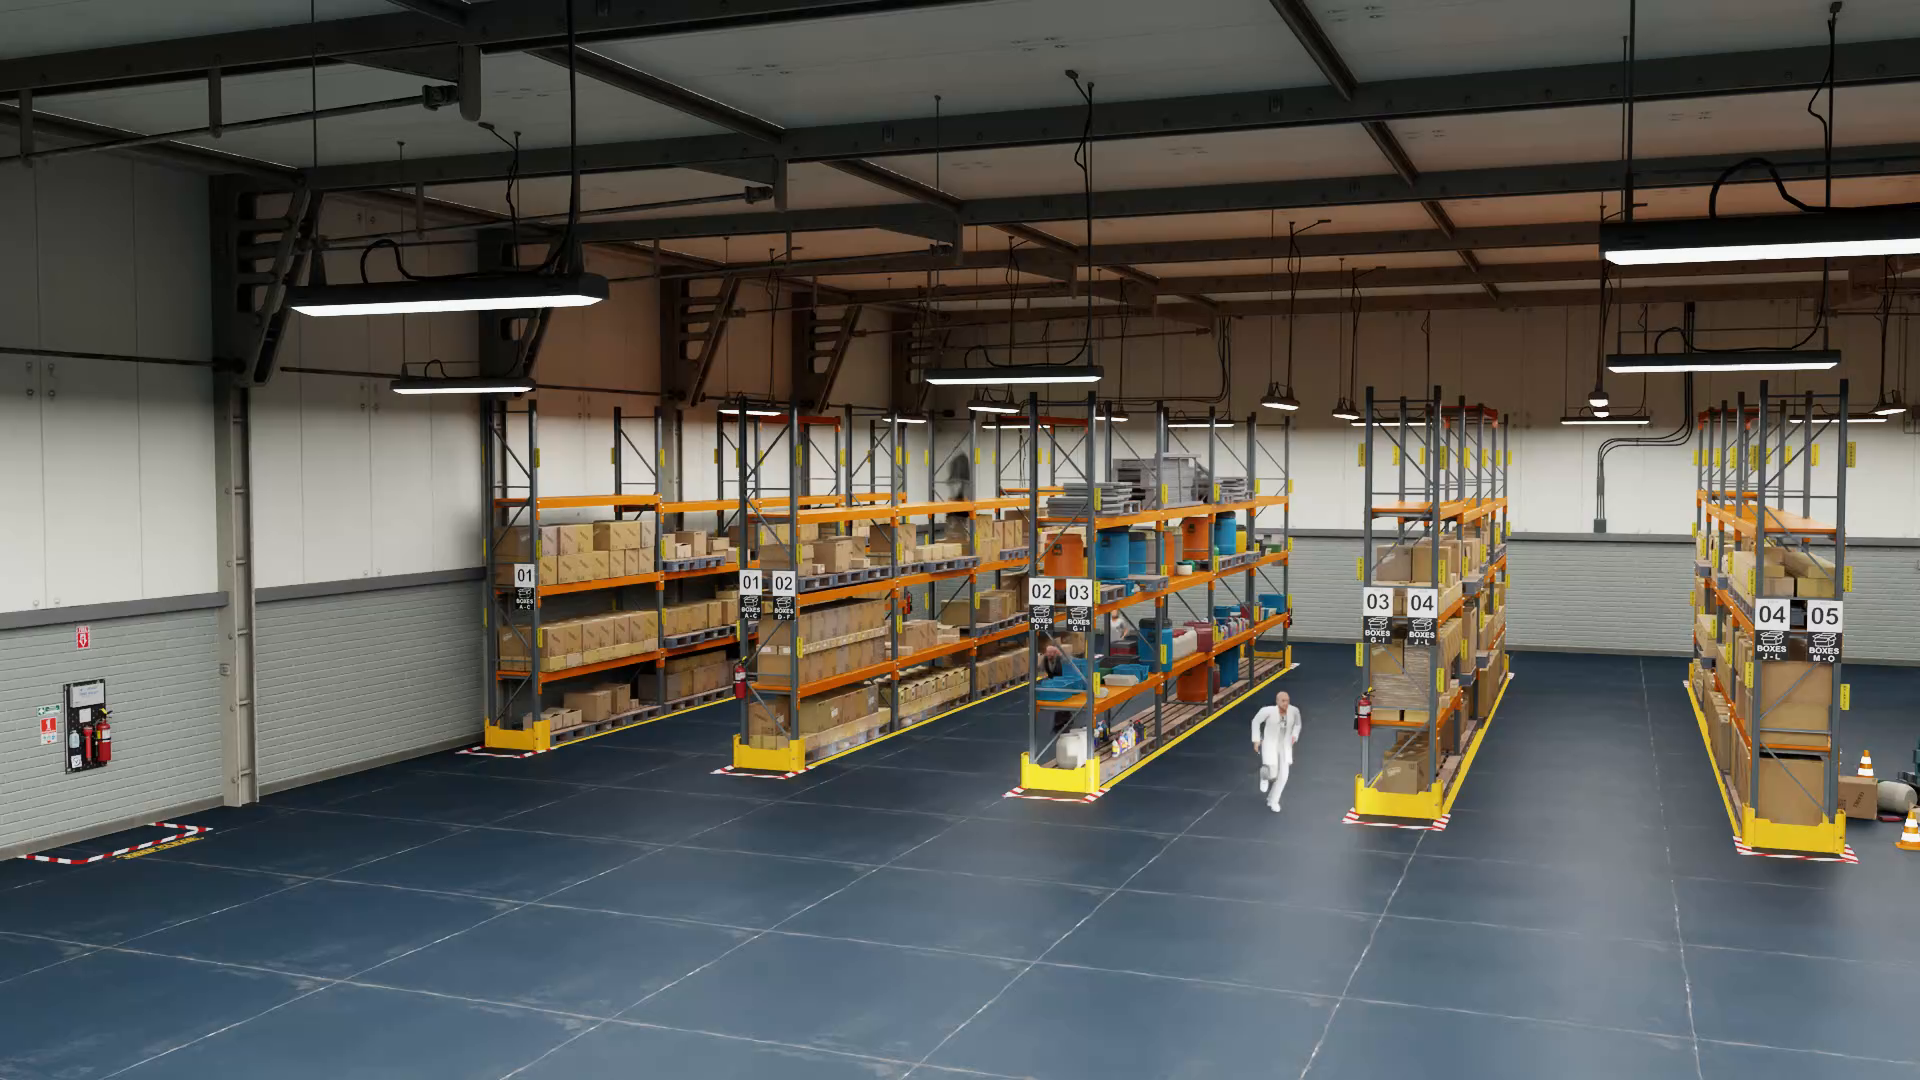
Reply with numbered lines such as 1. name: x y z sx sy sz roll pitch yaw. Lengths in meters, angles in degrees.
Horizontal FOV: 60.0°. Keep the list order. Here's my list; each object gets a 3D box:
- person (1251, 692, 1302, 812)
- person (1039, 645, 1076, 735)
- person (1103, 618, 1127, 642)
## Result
1. person: 4.514 2.993 23.829 0.706 1.717 0.805 -1 3 -14
2. person: 1.836 2.723 30.340 0.697 1.671 0.992 2 3 31
3. person: 3.496 2.428 37.578 0.540 1.313 0.624 1 3 14
